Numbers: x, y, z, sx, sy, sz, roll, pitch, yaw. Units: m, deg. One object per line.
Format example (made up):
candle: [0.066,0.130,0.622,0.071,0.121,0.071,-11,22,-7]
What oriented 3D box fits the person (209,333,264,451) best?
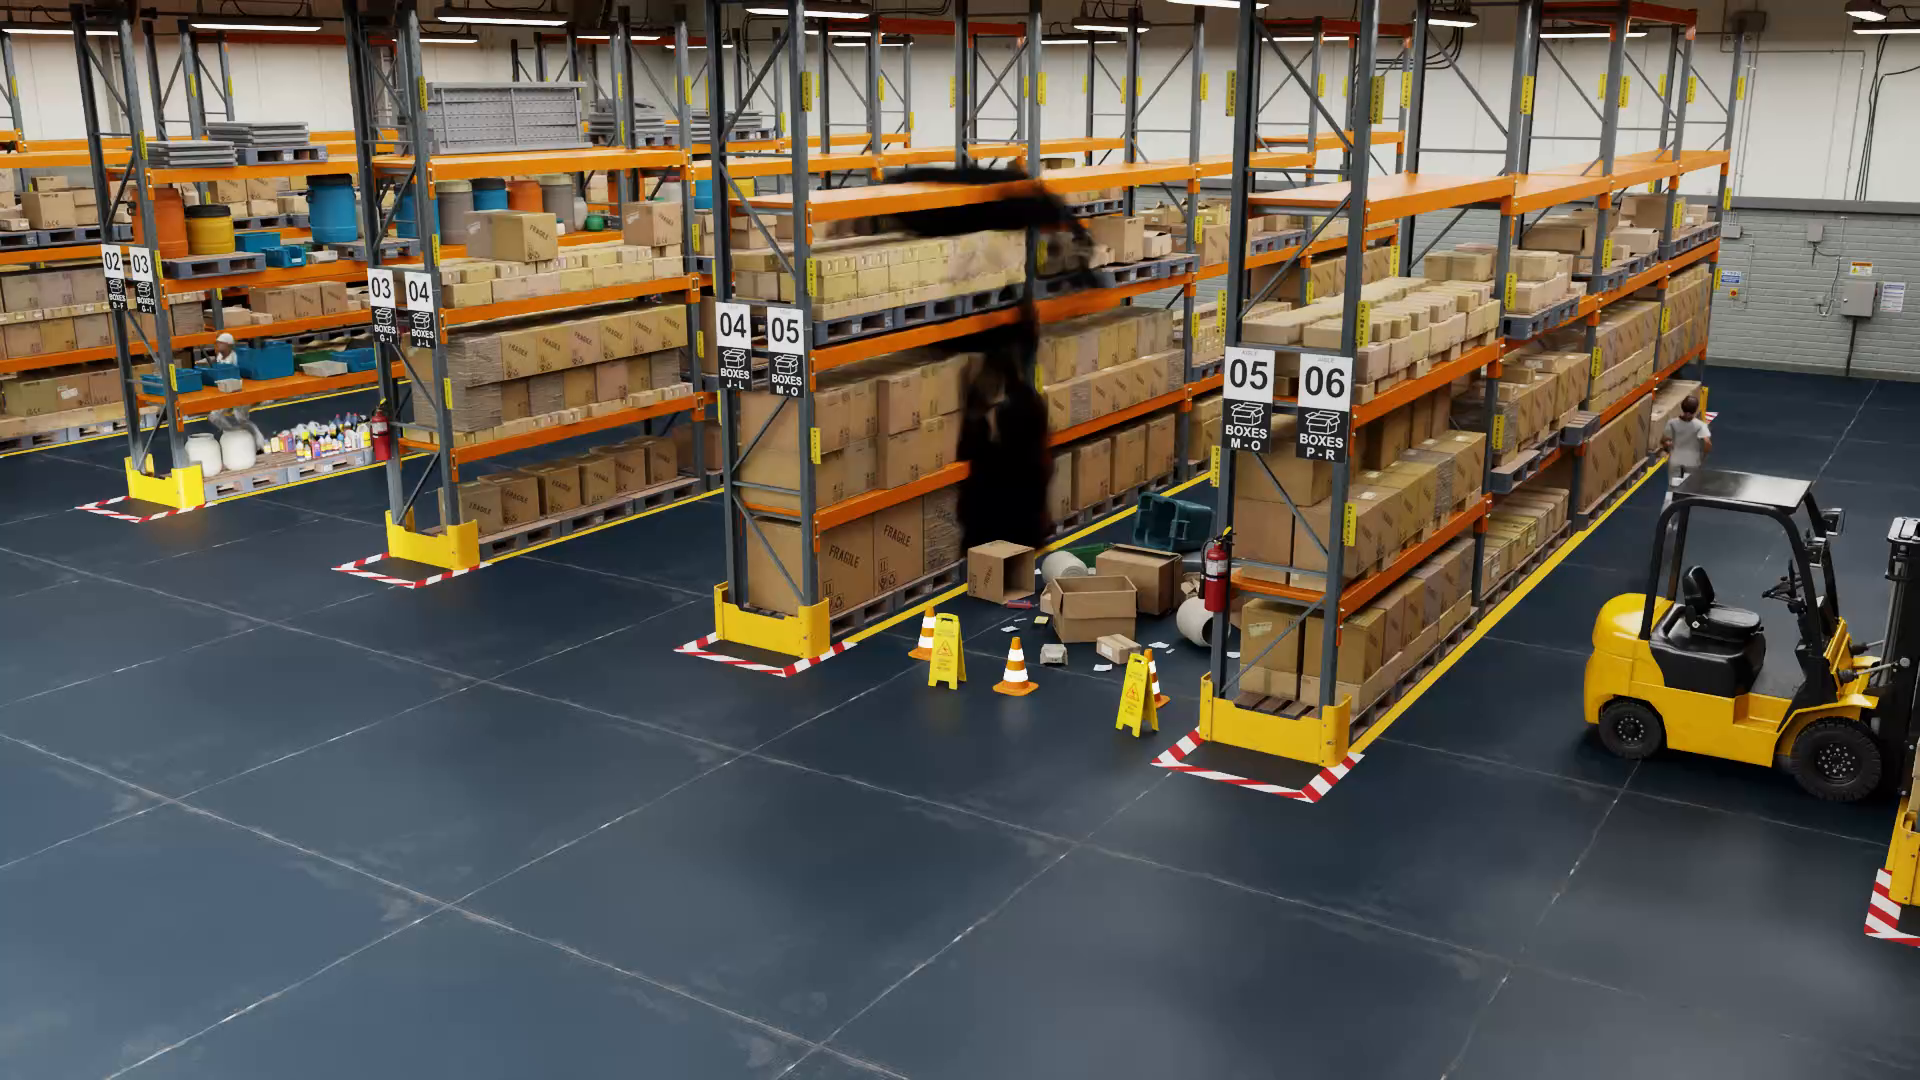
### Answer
person: [-10.134,-2.032,23.220,0.662,1.744,0.766,10,18,32]

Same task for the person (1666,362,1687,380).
person: [11.618,-3.092,27.045,0.693,1.715,0.682,-15,21,-42]

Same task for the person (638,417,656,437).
person: [-4.631,-2.367,24.691,0.582,1.665,0.578,7,17,23]

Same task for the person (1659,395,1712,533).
person: [8.234,-0.824,18.933,0.567,1.657,0.867,10,18,31]
